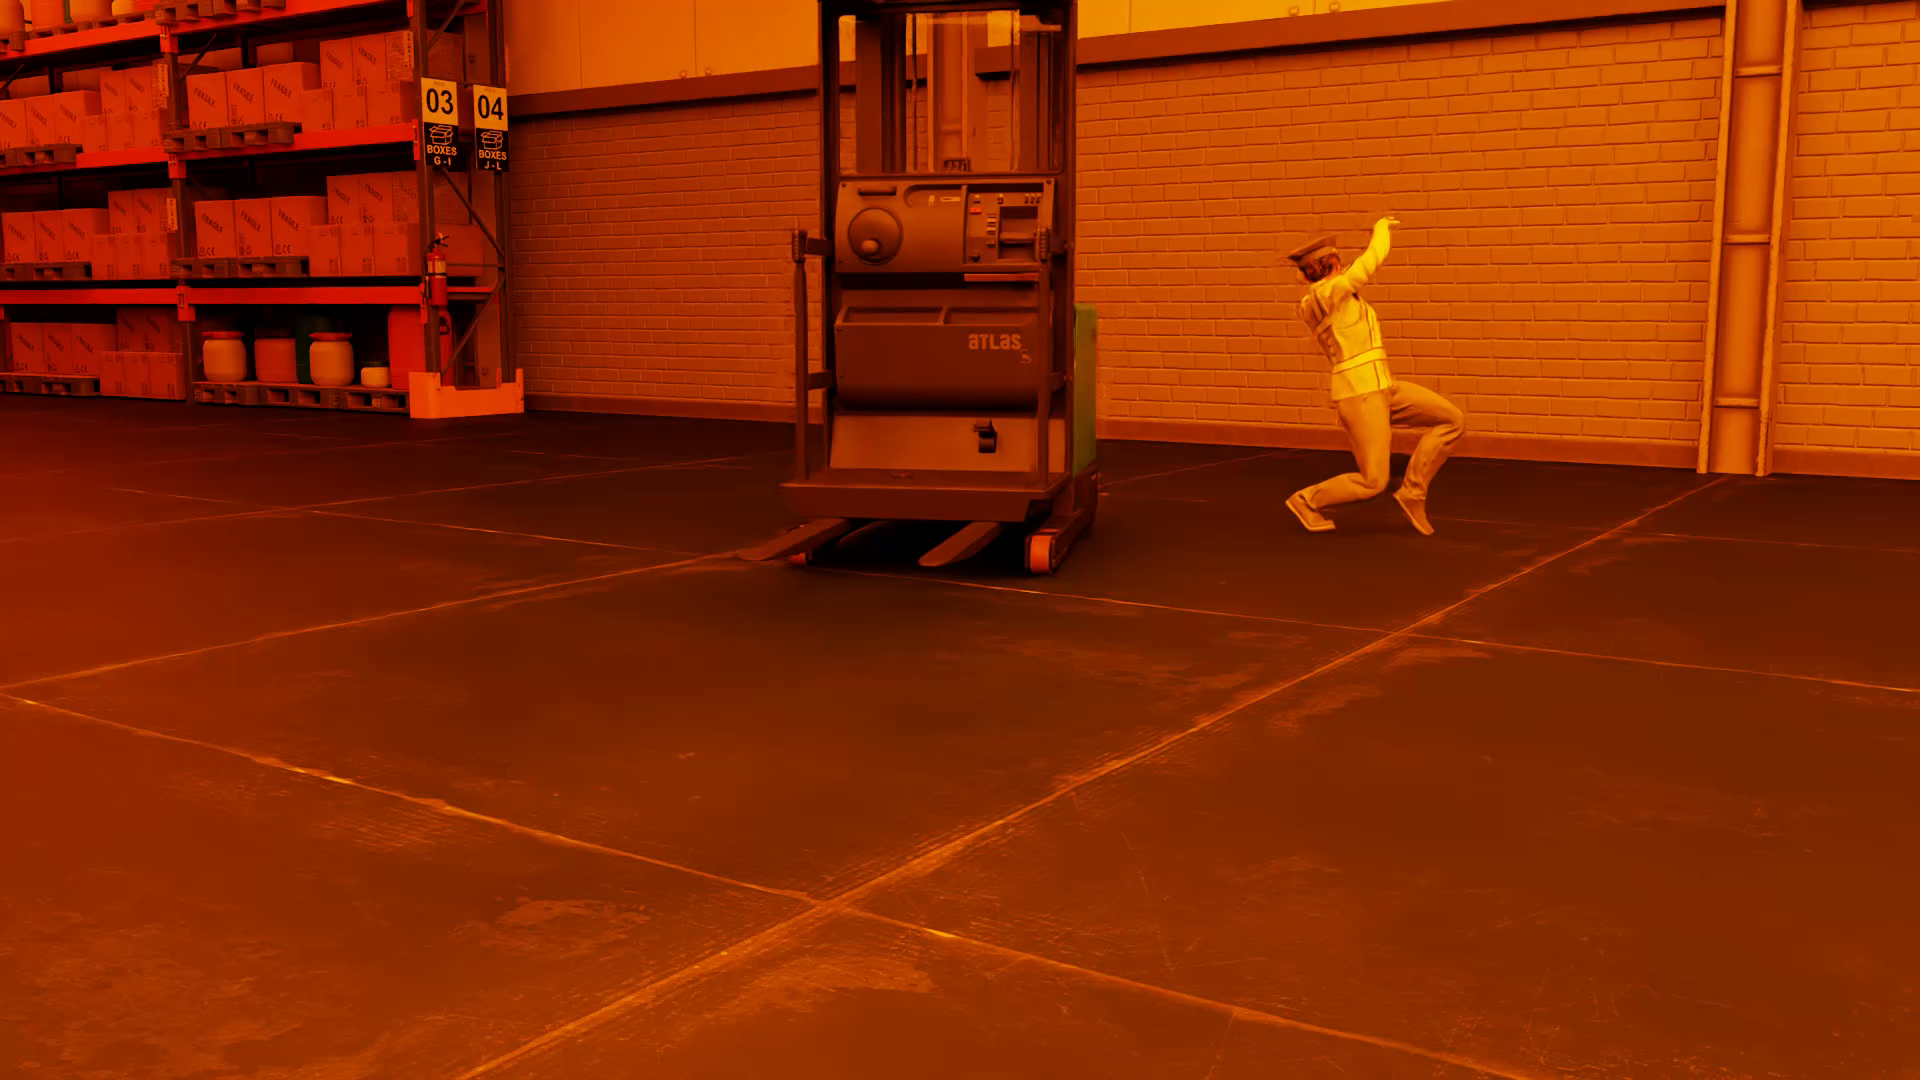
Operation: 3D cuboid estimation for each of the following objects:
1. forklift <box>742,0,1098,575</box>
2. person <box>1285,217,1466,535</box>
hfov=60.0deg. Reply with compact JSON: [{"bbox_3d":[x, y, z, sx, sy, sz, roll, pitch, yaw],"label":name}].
[{"bbox_3d":[-0.106,-1.366,6.796,1.130,2.935,3.031,2,8,11],"label":"forklift"},{"bbox_3d":[1.998,-0.774,7.926,0.829,1.494,1.002,3,9,20],"label":"person"}]
